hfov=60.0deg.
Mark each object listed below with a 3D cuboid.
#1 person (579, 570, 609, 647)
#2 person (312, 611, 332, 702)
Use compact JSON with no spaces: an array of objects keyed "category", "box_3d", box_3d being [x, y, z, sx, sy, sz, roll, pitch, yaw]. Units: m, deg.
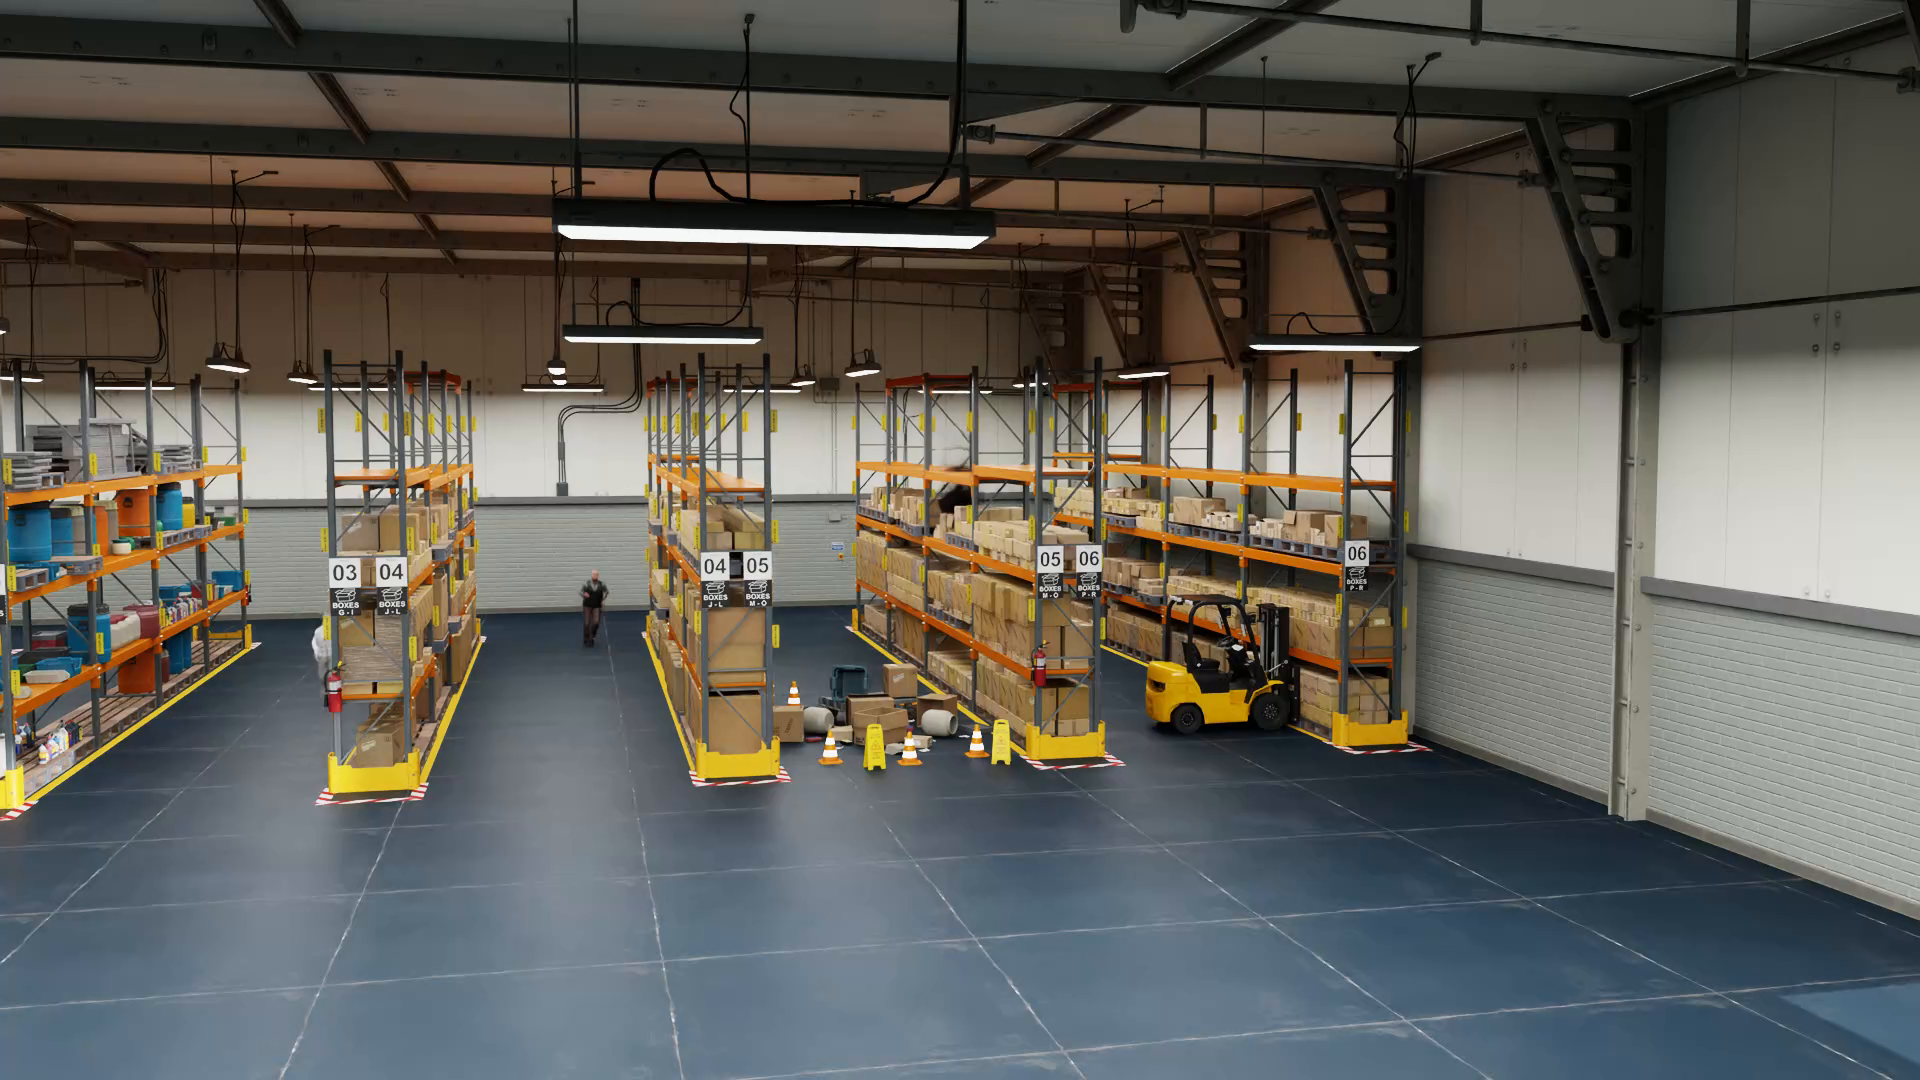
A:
[{"category":"person","box_3d":[-8.263,1.555,37.530,0.660,1.746,0.706,-1,4,-11]},{"category":"person","box_3d":[-11.323,2.104,29.826,0.605,1.669,0.569,-1,4,-10]}]
